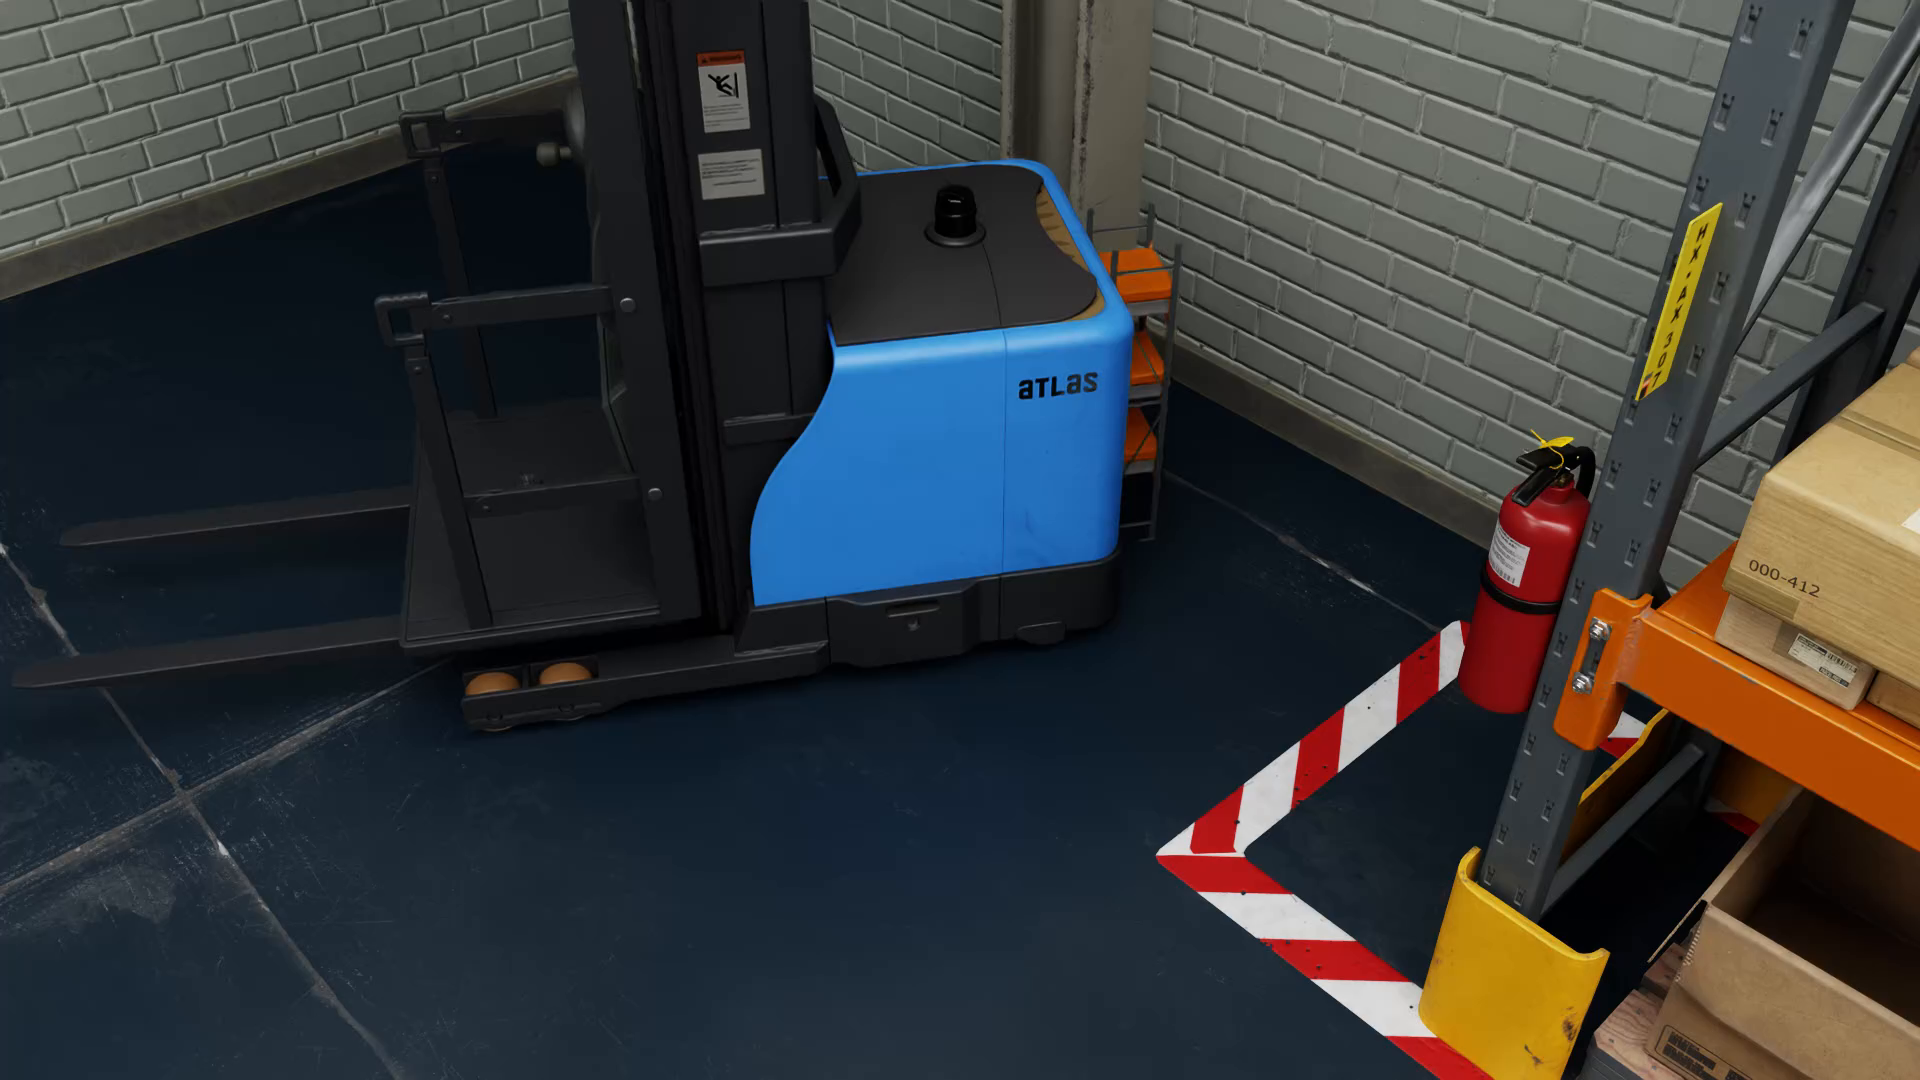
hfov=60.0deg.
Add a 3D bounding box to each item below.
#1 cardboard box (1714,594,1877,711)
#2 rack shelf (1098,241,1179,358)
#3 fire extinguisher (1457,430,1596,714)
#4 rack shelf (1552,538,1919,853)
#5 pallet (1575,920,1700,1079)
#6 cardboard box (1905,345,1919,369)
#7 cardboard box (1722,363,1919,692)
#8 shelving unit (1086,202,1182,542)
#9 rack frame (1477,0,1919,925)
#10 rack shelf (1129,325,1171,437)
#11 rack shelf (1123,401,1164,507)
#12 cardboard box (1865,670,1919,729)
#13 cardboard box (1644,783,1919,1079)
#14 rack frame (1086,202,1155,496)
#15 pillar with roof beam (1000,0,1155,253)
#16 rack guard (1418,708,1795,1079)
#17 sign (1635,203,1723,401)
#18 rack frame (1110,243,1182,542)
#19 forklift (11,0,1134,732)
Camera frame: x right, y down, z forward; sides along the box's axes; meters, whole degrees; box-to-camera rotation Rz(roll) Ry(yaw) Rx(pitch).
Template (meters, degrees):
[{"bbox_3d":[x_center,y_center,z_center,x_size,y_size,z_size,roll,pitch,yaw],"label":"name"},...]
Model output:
[{"bbox_3d":[1.559,0.099,2.940,0.380,0.149,0.250,-30,48,-32],"label":"cardboard box"},{"bbox_3d":[0.489,-0.684,4.827,0.215,0.259,0.240,-8,40,-10],"label":"rack shelf"},{"bbox_3d":[1.099,0.036,3.176,0.296,0.674,0.183,-30,48,-32],"label":"fire extinguisher"},{"bbox_3d":[2.891,0.938,2.273,1.077,0.370,4.000,-30,48,-32],"label":"rack shelf"},{"bbox_3d":[2.130,1.222,3.570,1.003,0.211,1.213,-30,48,-32],"label":"pallet"},{"bbox_3d":[2.045,-0.224,3.023,0.500,0.250,0.500,-29,47,-31],"label":"cardboard box"},{"bbox_3d":[1.647,0.000,2.745,0.500,0.250,0.500,-30,47,-32],"label":"cardboard box"},{"bbox_3d":[0.489,-0.472,4.998,0.215,1.050,0.252,-8,40,-10],"label":"shelving unit"},{"bbox_3d":[1.539,-0.267,3.193,1.000,3.000,0.127,-30,48,-32],"label":"rack frame"},{"bbox_3d":[0.489,-0.463,5.005,0.215,0.259,0.240,-8,40,-10],"label":"rack shelf"},{"bbox_3d":[0.488,-0.247,5.180,0.215,0.259,0.240,-8,40,-10],"label":"rack shelf"},{"bbox_3d":[1.765,0.197,2.818,0.380,0.149,0.250,-29,47,-31],"label":"cardboard box"},{"bbox_3d":[1.883,0.864,3.445,0.797,0.503,0.637,-32,49,-33],"label":"cardboard box"},{"bbox_3d":[0.462,-0.547,5.091,0.200,1.050,0.008,-8,40,-10],"label":"rack frame"},{"bbox_3d":[-2.792,-2.402,1.063,9.100,9.000,0.400,-30,48,-32],"label":"pillar with roof beam"},{"bbox_3d":[1.590,0.741,3.935,1.175,0.500,0.348,-30,48,-32],"label":"rack guard"},{"bbox_3d":[1.139,-0.373,2.636,0.100,0.325,0.005,-30,48,-32],"label":"sign"},{"bbox_3d":[0.515,-0.397,4.906,0.200,1.050,0.008,-8,40,-10],"label":"rack frame"},{"bbox_3d":[-1.106,-0.975,4.124,3.031,2.935,1.130,-7,40,-9],"label":"forklift"}]
